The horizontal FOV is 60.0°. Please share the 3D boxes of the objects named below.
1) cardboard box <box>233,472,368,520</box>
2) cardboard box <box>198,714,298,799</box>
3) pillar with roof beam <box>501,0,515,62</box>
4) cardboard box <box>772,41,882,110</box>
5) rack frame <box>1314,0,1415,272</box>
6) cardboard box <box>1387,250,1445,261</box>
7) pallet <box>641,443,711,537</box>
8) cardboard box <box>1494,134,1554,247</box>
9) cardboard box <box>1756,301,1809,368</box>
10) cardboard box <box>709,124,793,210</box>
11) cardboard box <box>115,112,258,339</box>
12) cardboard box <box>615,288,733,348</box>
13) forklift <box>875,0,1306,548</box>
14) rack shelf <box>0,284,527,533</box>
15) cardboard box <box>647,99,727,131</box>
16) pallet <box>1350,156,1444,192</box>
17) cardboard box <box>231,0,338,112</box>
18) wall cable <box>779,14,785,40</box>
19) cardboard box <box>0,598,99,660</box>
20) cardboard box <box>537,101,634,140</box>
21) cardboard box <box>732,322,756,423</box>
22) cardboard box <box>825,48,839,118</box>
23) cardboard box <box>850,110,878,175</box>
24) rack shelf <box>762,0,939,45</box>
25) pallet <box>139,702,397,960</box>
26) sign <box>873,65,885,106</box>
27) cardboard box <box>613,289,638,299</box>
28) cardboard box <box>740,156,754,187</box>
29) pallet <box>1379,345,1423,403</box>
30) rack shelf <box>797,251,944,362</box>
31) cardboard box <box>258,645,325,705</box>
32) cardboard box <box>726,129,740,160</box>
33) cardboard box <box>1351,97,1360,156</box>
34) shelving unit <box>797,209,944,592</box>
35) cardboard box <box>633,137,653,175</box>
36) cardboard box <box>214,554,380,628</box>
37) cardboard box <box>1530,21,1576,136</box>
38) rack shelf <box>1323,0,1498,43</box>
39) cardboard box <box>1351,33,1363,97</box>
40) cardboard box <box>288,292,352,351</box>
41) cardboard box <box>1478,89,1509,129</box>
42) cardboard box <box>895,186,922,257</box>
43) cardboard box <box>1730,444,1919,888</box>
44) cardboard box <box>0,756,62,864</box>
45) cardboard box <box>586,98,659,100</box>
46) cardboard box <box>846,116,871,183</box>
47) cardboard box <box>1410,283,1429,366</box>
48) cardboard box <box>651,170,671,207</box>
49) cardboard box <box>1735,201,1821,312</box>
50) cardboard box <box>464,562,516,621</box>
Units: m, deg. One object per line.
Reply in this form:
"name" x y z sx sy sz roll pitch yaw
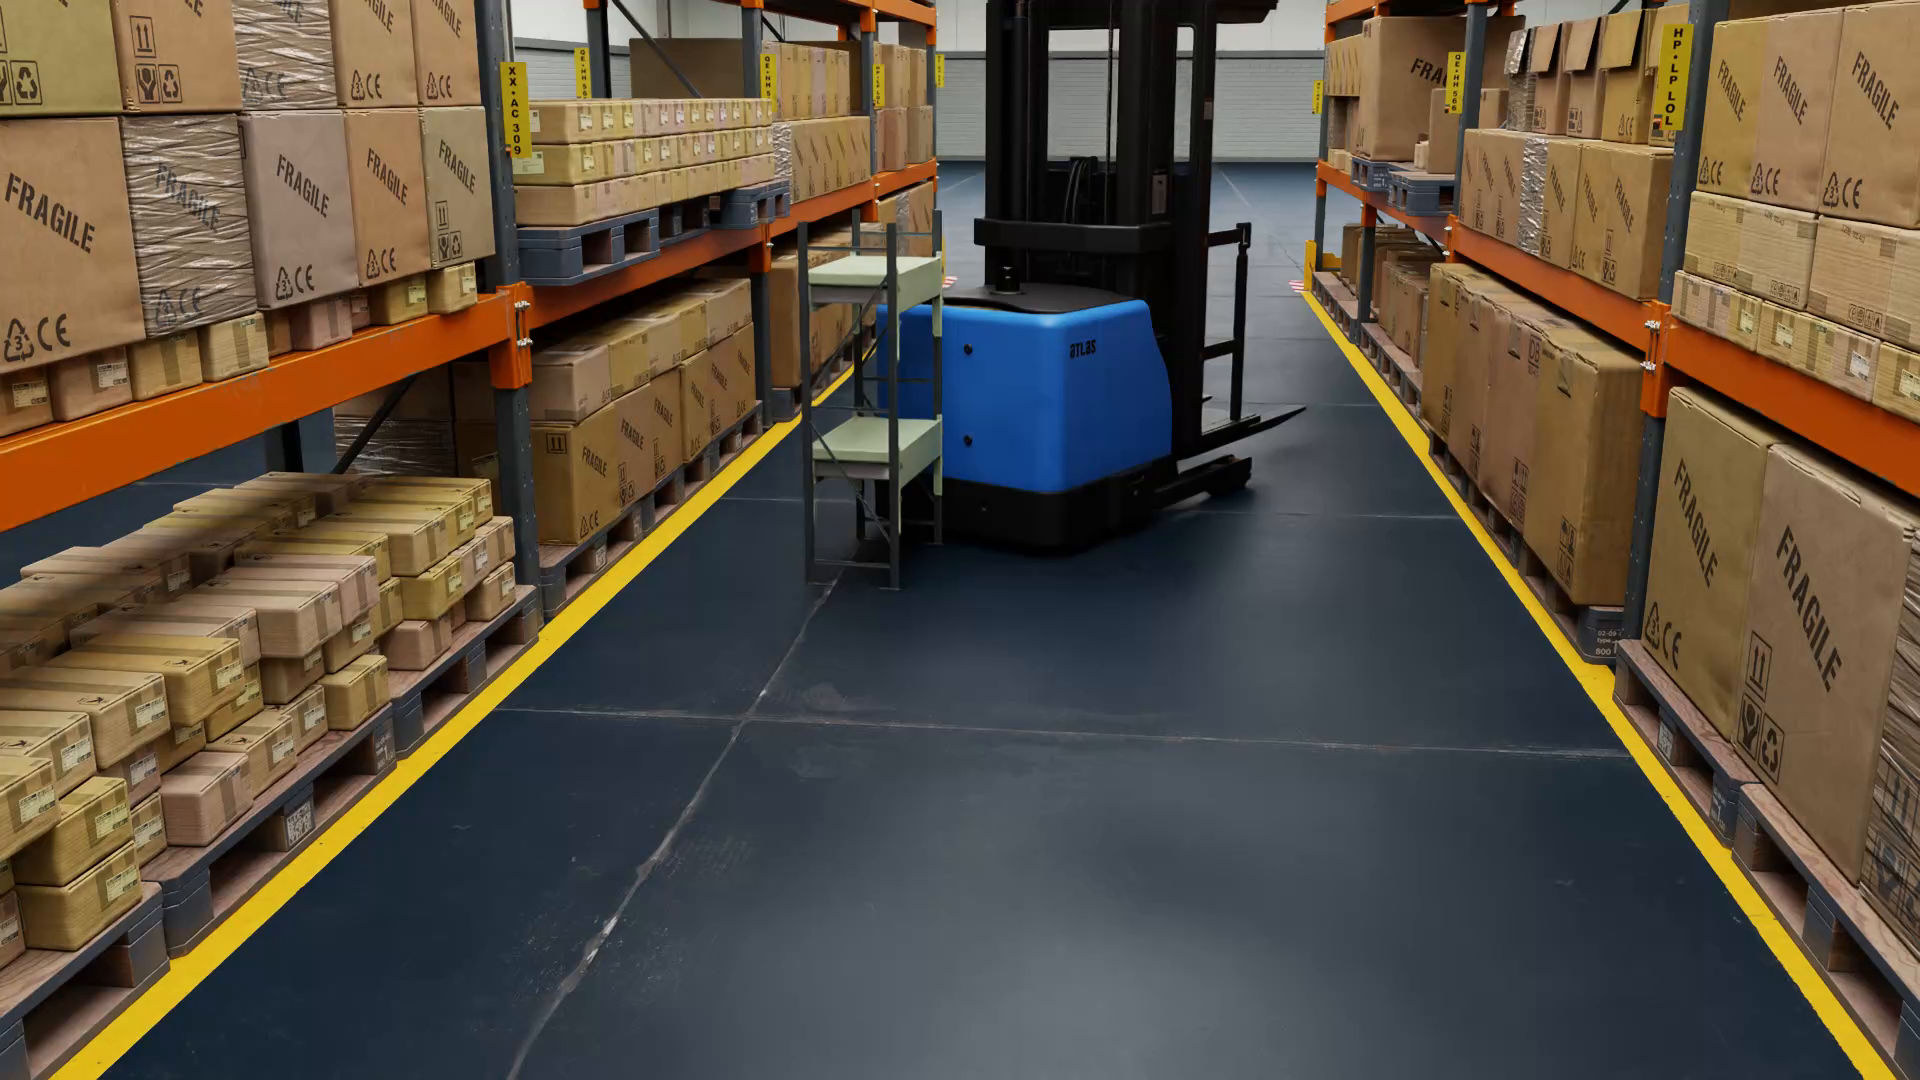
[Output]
"cardboard box" -2.350 -0.140 5.949 0.380 0.149 0.250 2 15 9
"cardboard box" -2.019 0.574 4.451 0.380 0.149 0.250 2 15 6
"pillar with roof beam" -5.279 -11.770 33.950 9.100 9.000 0.400 2 15 6
"cardboard box" -1.127 -3.872 13.880 0.875 0.550 0.550 2 15 6
"rack frame" 4.165 -4.049 16.890 1.000 3.000 0.127 2 15 6
"cardboard box" 3.799 -2.110 13.704 0.500 0.500 0.500 1 15 5
"pallet" -1.884 -0.282 8.301 1.003 0.211 1.213 2 15 6
"cardboard box" 2.827 -1.638 7.780 0.500 0.500 0.500 1 15 5
"cardboard box" 2.361 -0.544 4.408 0.380 0.149 0.250 1 15 5
"cardboard box" -1.335 -2.303 10.242 0.500 0.500 0.500 2 15 7
"cardboard box" -2.078 -0.770 4.003 0.500 0.500 0.500 1 15 5
"cardboard box" -1.517 -1.188 8.857 0.500 0.250 0.500 2 15 7
"forklift" 0.865 -1.707 8.359 1.130 2.935 3.031 11 18 34
"rack shelf" -2.331 -0.243 4.193 1.077 0.370 4.000 2 15 6
"cardboard box" -1.374 -2.110 8.255 0.380 0.149 0.250 2 15 6
"pallet" 3.483 -2.725 12.361 1.003 0.211 1.213 2 15 6
"cardboard box" -2.015 -1.387 4.369 0.500 0.500 0.500 2 15 8
"wall cable" -6.556 -14.235 49.016 3.097 2.526 0.112 2 15 6
"cardboard box" -2.552 0.265 4.453 0.380 0.149 0.250 2 15 7
"cardboard box" -1.547 -1.705 6.759 0.380 0.149 0.250 2 15 7
"cardboard box" -1.469 -0.964 9.465 0.500 0.500 0.500 2 15 6
"cardboard box" -1.309 -3.452 12.576 0.700 0.500 0.500 1 15 5
"cardboard box" -1.173 -3.352 14.026 0.875 0.550 0.550 2 15 6
"rack shelf" -0.977 -4.803 15.311 1.077 0.370 4.000 2 15 6
"pallet" -2.281 0.730 4.560 1.003 0.211 1.213 2 15 6
"sign" -0.663 -3.691 13.500 0.100 0.325 0.005 2 15 6
"cardboard box" -2.030 -1.201 8.906 0.500 0.250 0.500 2 15 6
"cardboard box" -1.312 -1.955 8.824 0.380 0.149 0.250 2 15 7
"pallet" 3.492 -1.146 11.497 1.003 0.211 1.213 2 15 6
"rack shelf" -0.362 -0.994 6.969 0.431 0.370 0.720 4 16 13
"cardboard box" -2.042 0.350 4.708 0.380 0.149 0.250 1 15 4
"cardboard box" -1.342 -2.028 8.521 0.380 0.149 0.250 2 15 6
"cardboard box" 3.874 -3.580 14.393 0.875 0.500 0.500 2 15 6
"shelving unit" -0.362 -0.617 7.071 0.431 1.500 0.755 4 16 13
"cardboard box" -1.519 -1.624 7.030 0.380 0.149 0.250 1 15 4
"cardboard box" -1.943 0.147 4.888 0.380 0.149 0.250 1 15 4
"cardboard box" 3.088 -2.149 7.748 0.797 0.503 0.637 2 15 8
"rack shelf" 3.940 -4.631 14.674 1.077 0.370 4.000 2 15 6
"cardboard box" 3.546 -3.941 13.812 0.500 0.500 0.500 2 15 6
"cardboard box" -1.970 -0.632 4.733 0.380 0.149 0.250 1 15 4
"cardboard box" 3.284 -2.366 9.671 0.500 0.500 0.500 0 15 -1
"cardboard box" -0.860 -2.992 16.248 0.875 0.875 0.875 1 15 5
"cardboard box" 2.556 0.288 4.115 0.875 0.875 0.875 2 15 6
"cardboard box" -2.093 0.552 3.391 0.380 0.149 0.250 2 15 6
"cardboard box" -1.899 -2.400 9.328 0.380 0.149 0.250 2 15 6
"cardboard box" -0.996 -3.089 13.148 0.500 0.500 0.500 2 15 6
"cardboard box" 3.425 -1.446 11.208 0.700 0.500 0.500 3 15 11
"cardboard box" -1.489 -1.547 7.314 0.380 0.149 0.250 1 15 4
"cardboard box" 2.437 -0.765 4.462 0.500 0.250 0.500 2 15 6
"cardboard box" -1.811 0.176 5.921 0.380 0.149 0.250 2 15 7
